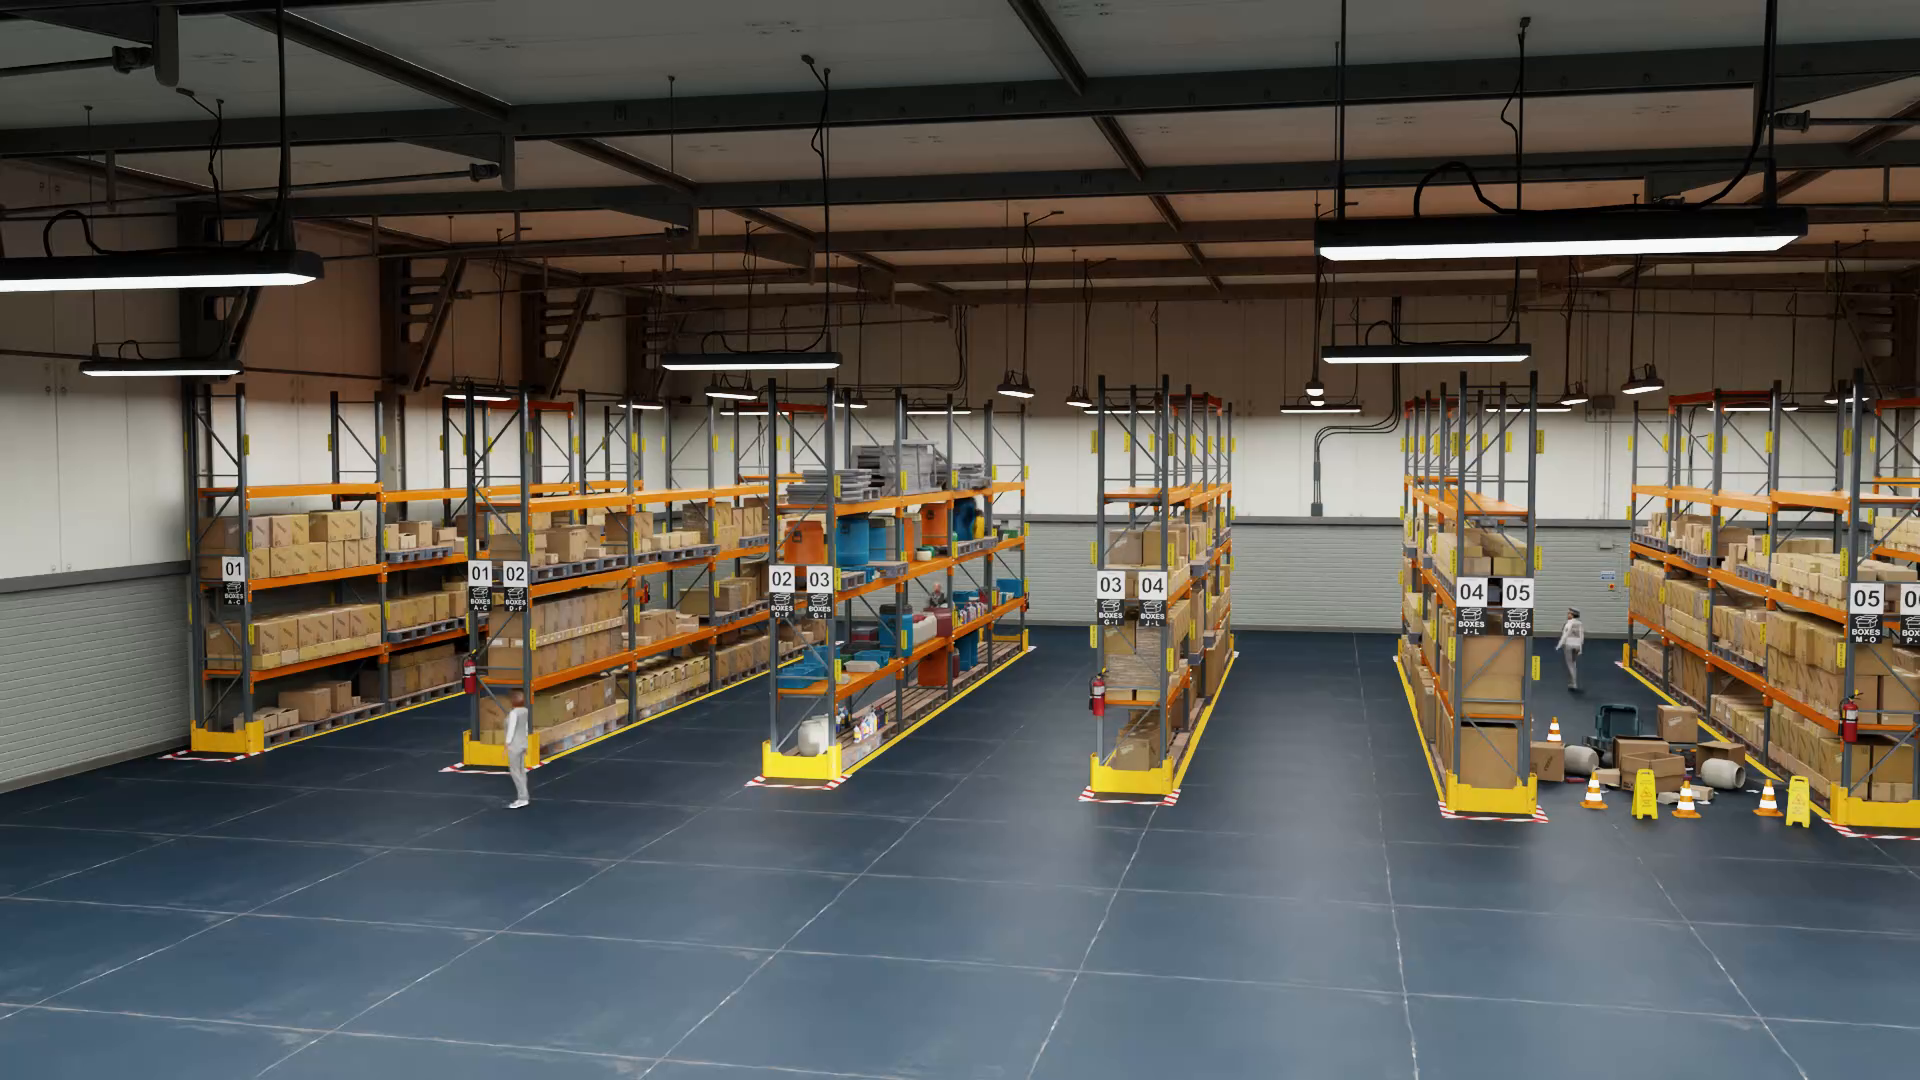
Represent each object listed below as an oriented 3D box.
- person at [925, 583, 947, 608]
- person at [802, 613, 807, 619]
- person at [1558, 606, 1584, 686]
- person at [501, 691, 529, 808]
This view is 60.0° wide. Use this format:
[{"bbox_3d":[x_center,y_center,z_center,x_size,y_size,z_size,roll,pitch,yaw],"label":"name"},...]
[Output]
[{"bbox_3d":[-0.578,1.862,40.054,0.555,1.659,1.025,1,3,16],"label":"person"},{"bbox_3d":[-3.955,1.666,45.932,0.917,1.394,0.447,2,4,26],"label":"person"},{"bbox_3d":[12.510,2.154,33.988,0.548,1.596,0.552,0,3,-6],"label":"person"},{"bbox_3d":[-6.124,2.889,22.978,0.341,1.613,0.456,1,3,11],"label":"person"}]
